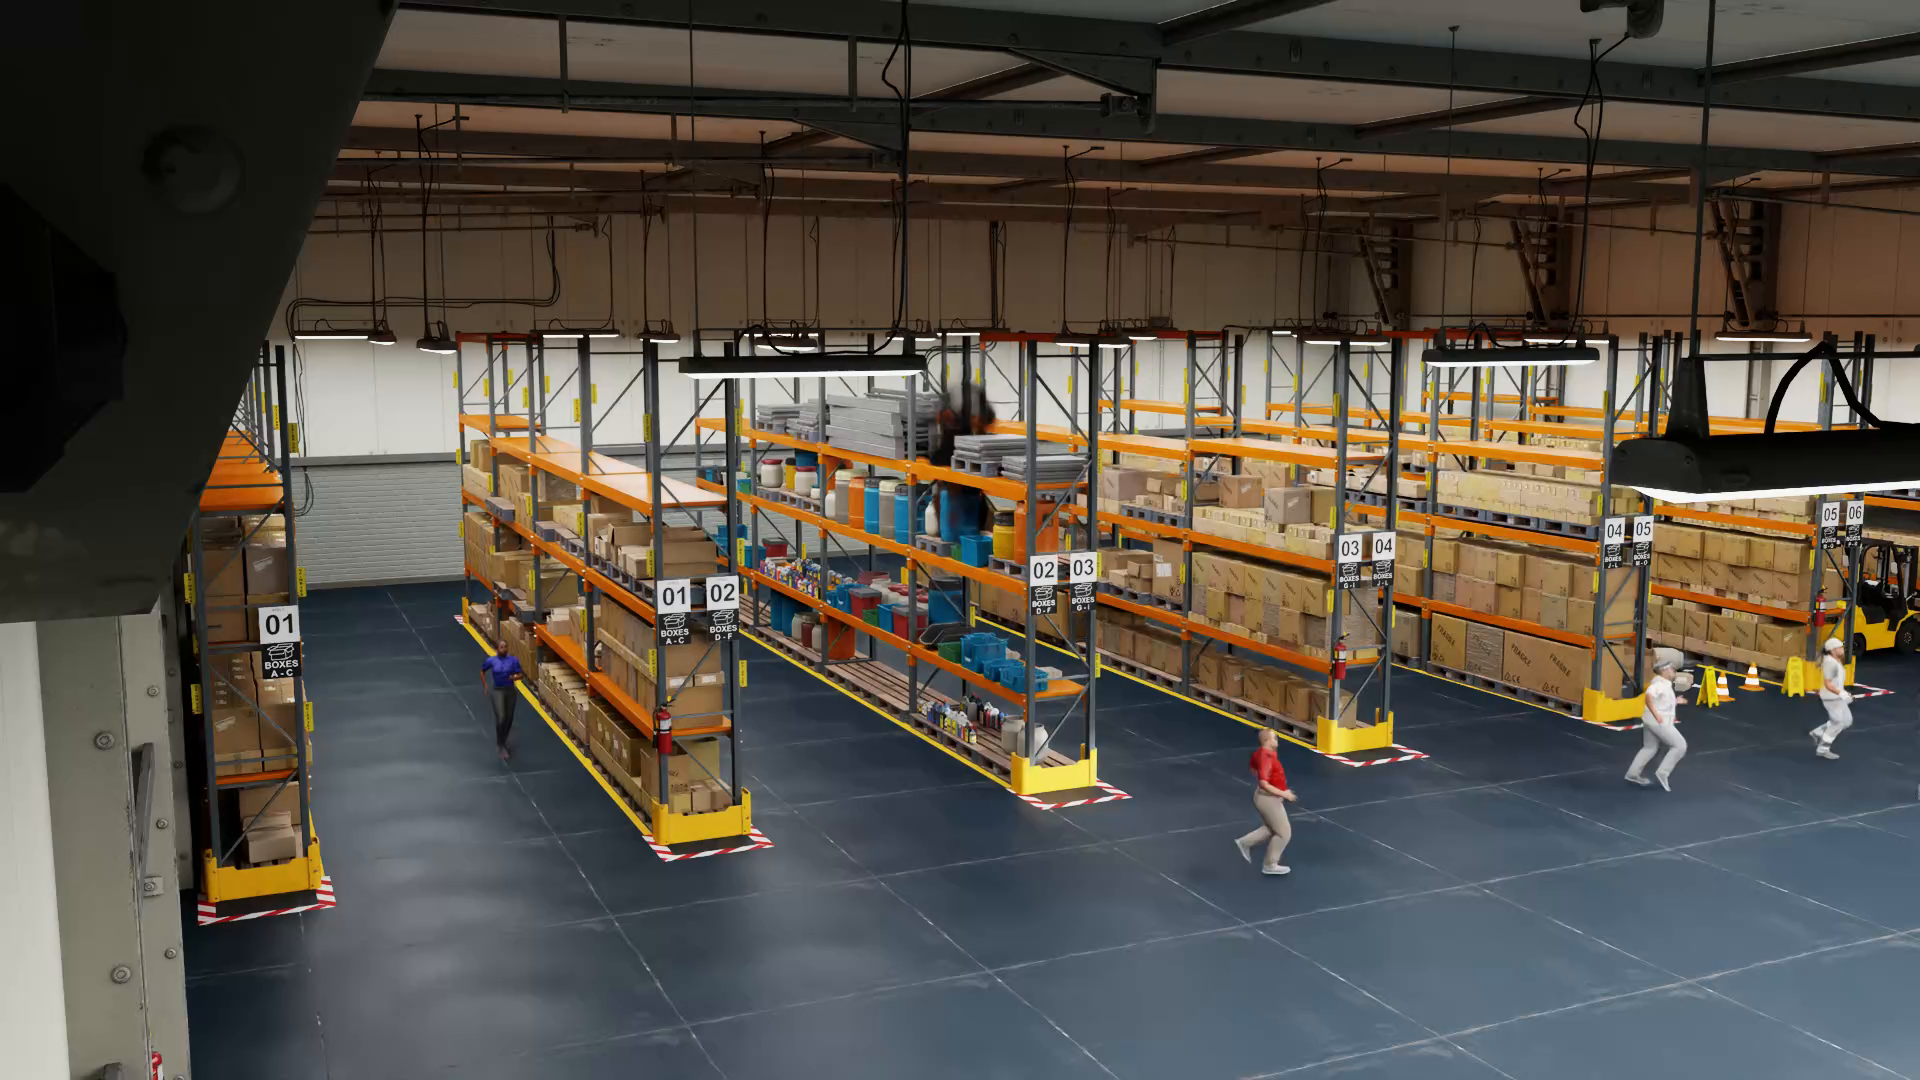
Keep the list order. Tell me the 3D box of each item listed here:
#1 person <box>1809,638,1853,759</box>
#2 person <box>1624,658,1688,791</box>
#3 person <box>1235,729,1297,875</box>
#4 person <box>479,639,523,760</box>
[{"bbox_3d":[12.521,2.264,23.856,0.544,1.745,0.663,4,9,29],"label":"person"},{"bbox_3d":[9.381,2.468,22.351,0.775,1.807,0.643,1,8,7],"label":"person"},{"bbox_3d":[3.473,2.965,18.877,0.629,1.672,0.661,0,8,0],"label":"person"},{"bbox_3d":[-6.615,2.276,24.077,0.547,1.718,0.777,-5,9,-31],"label":"person"}]
